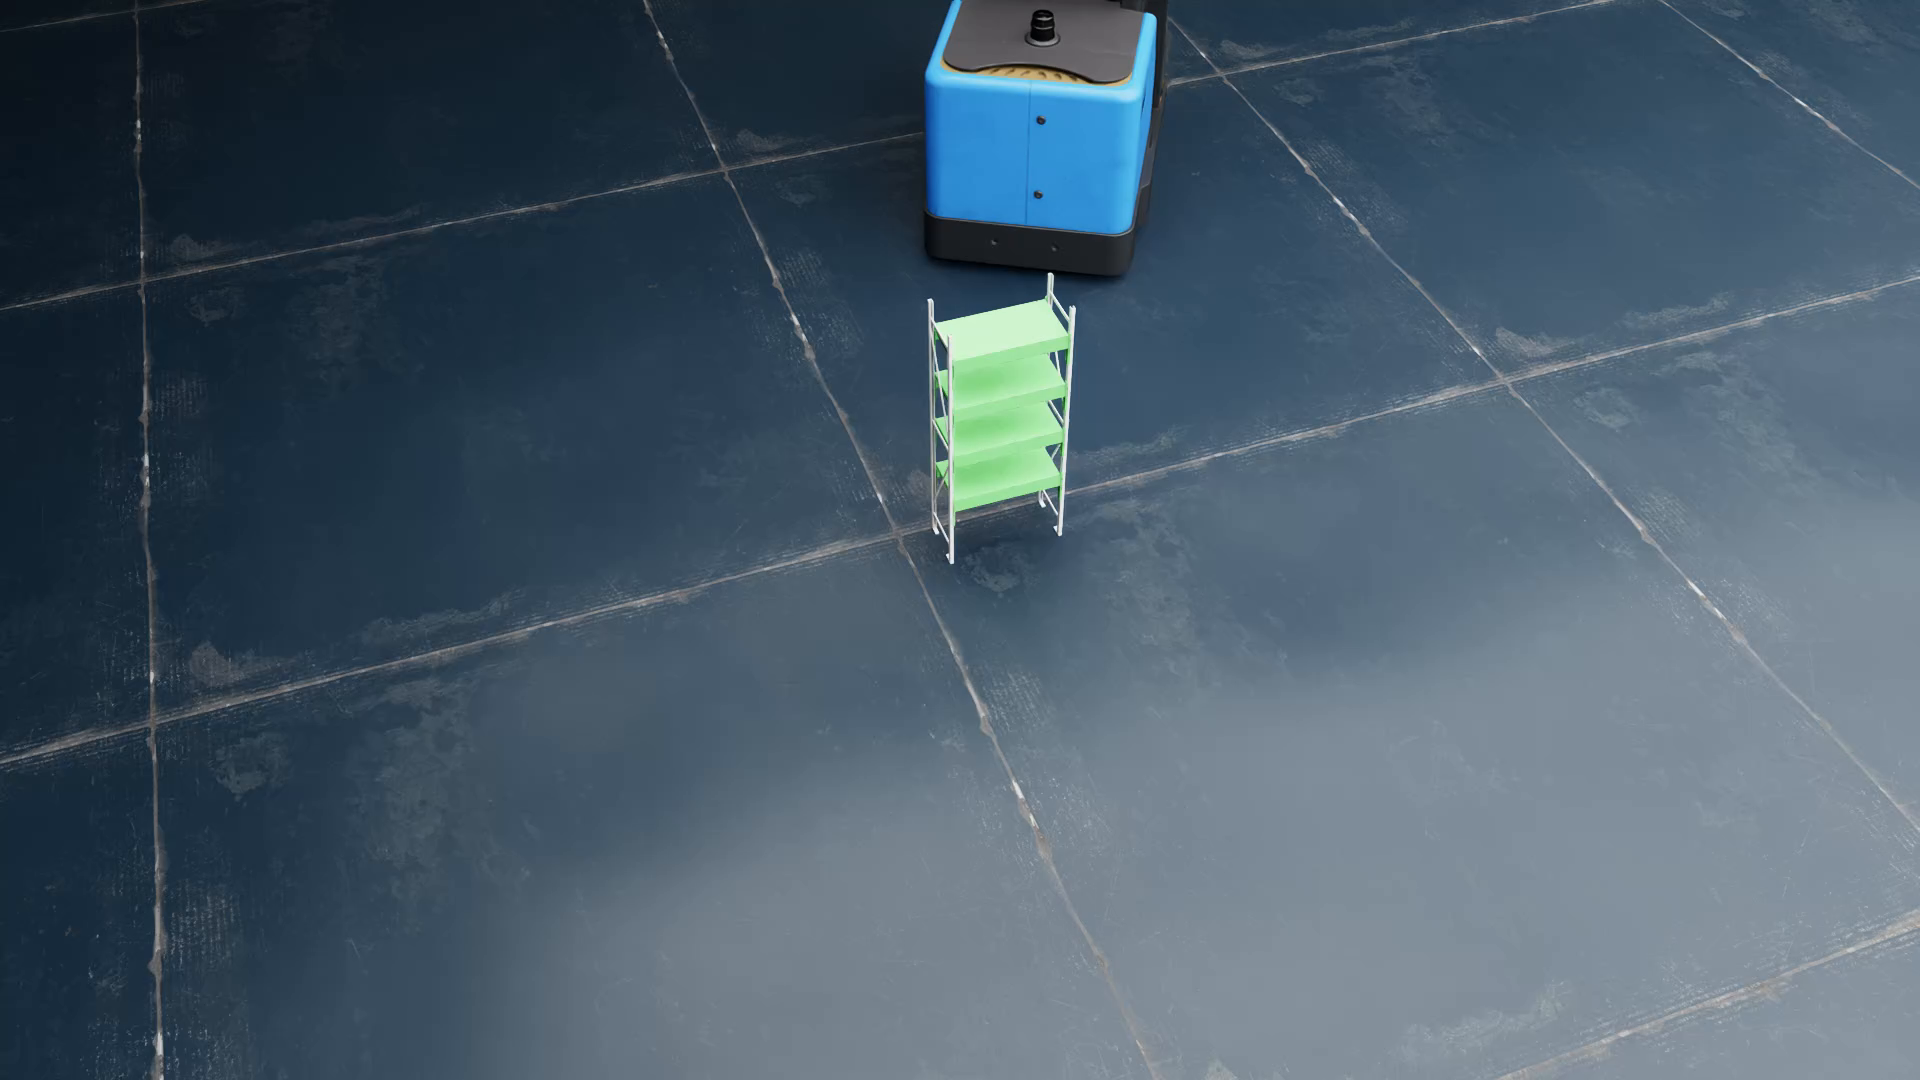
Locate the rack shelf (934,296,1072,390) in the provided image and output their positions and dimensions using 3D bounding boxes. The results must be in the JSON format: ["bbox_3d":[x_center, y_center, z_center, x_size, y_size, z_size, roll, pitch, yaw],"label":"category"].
[{"bbox_3d":[0.156,-0.757,6.379,0.480,0.148,0.258,-14,47,-14],"label":"rack shelf"}]

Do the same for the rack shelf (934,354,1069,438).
[{"bbox_3d":[0.156,-0.588,6.549,0.480,0.148,0.258,-14,47,-14],"label":"rack shelf"}]

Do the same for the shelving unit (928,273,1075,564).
[{"bbox_3d":[0.156,-0.463,6.674,0.503,1.200,0.258,-14,47,-14],"label":"shelving unit"}]

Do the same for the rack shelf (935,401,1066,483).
[{"bbox_3d":[0.156,-0.418,6.719,0.480,0.148,0.258,-14,47,-14],"label":"rack shelf"}]

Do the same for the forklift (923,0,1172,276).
[{"bbox_3d":[0.584,-3.405,8.384,1.130,2.935,3.031,7,46,7],"label":"forklift"}]

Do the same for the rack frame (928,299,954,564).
[{"bbox_3d":[-0.074,-0.405,6.616,0.015,1.200,0.240,-14,47,-14],"label":"rack frame"}]

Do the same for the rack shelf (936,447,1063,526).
[{"bbox_3d":[0.156,-0.249,6.889,0.480,0.148,0.258,-14,47,-14],"label":"rack shelf"}]

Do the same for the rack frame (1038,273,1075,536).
[{"bbox_3d":[0.385,-0.522,6.732,0.015,1.200,0.240,-14,47,-14],"label":"rack frame"}]
